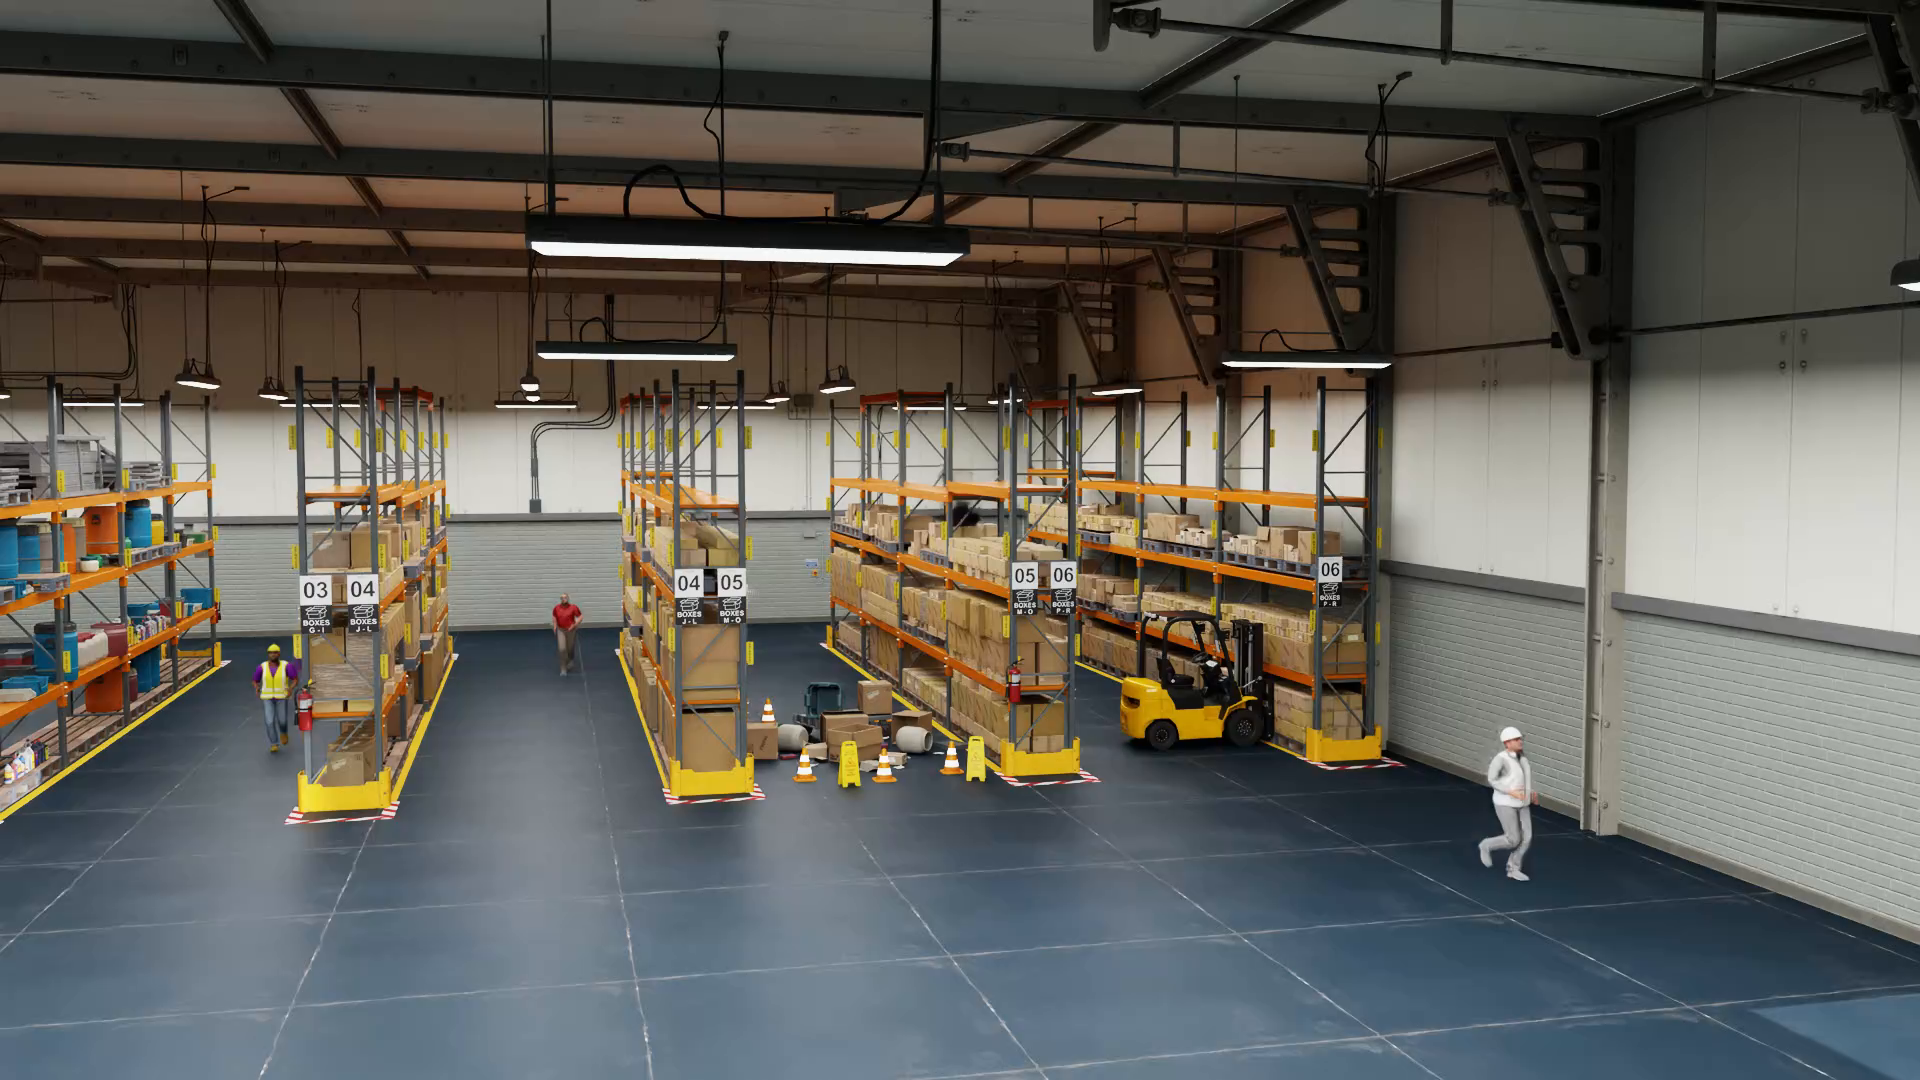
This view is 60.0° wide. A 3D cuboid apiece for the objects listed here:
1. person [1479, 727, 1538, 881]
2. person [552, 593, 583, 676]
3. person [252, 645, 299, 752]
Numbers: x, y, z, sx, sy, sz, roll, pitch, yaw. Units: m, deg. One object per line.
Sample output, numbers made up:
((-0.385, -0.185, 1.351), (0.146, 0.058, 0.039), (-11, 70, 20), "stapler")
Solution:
((6.292, 2.998, 19.034), (0.658, 1.730, 0.658), (-2, 4, -34), "person")
((-8.447, 2.015, 35.781), (0.660, 1.760, 0.843), (0, 3, -6), "person")
((-11.037, 2.543, 26.790), (0.696, 1.718, 0.605), (-1, 4, -16), "person")
